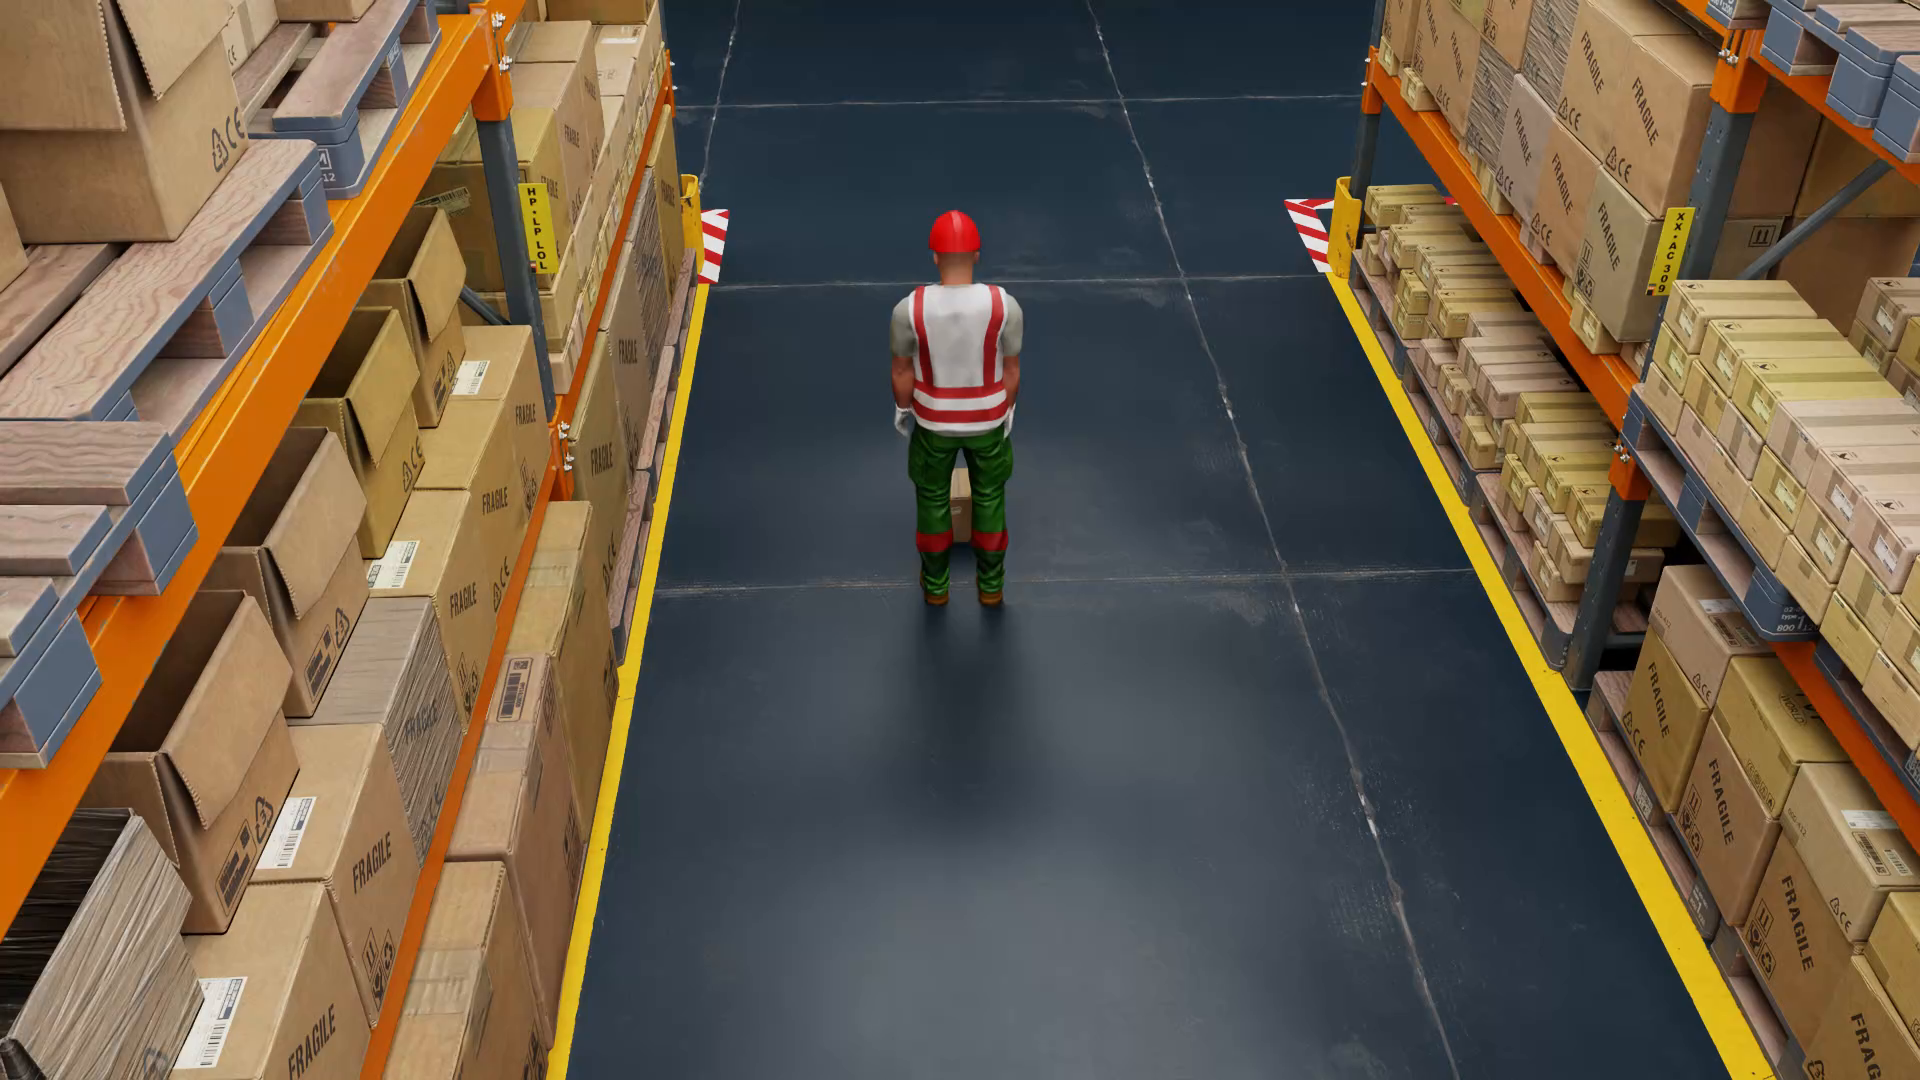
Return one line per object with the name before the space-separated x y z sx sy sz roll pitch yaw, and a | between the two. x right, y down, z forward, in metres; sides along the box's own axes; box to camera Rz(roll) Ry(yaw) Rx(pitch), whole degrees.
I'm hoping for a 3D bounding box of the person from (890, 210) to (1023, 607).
person | -0.015 -0.512 6.870 0.529 1.777 0.364 -1 35 -1
